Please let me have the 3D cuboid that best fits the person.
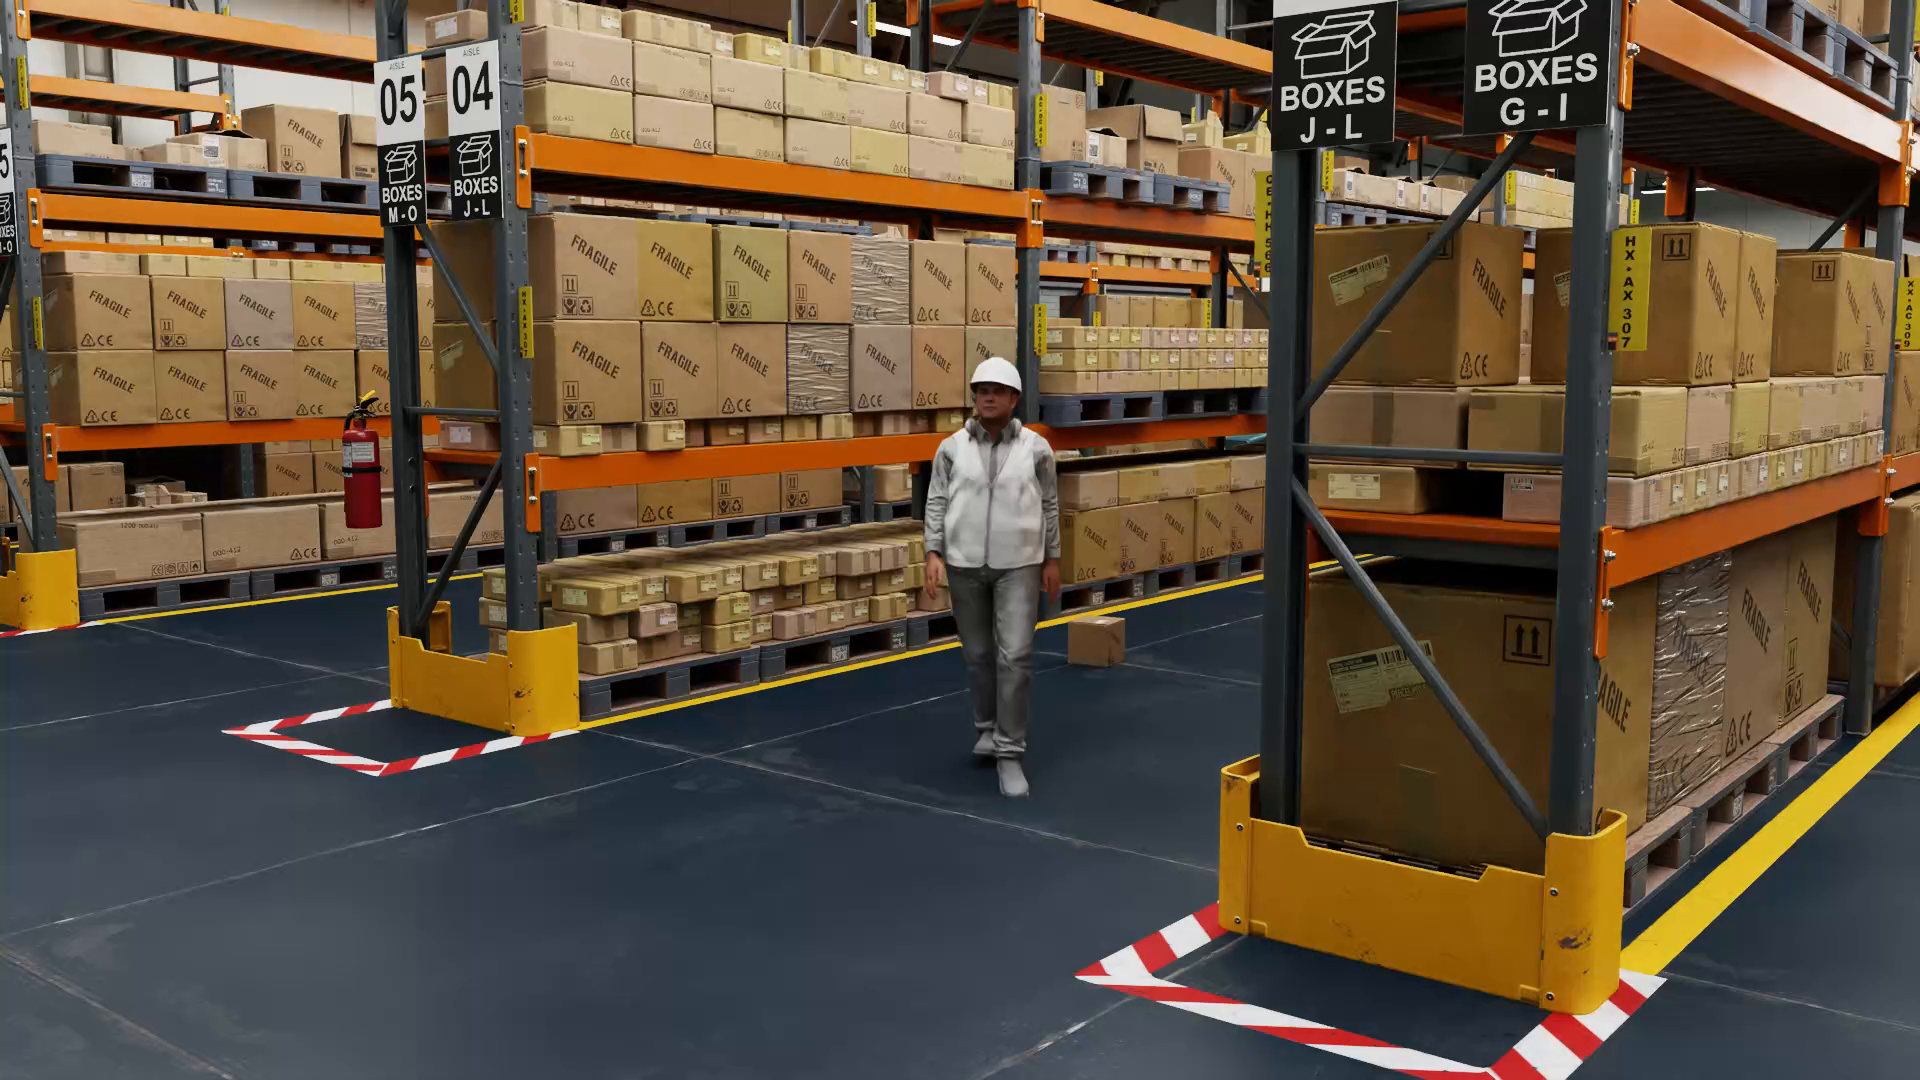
[{"bbox_3d":[0.124,0.130,7.055,0.570,1.797,0.790,1,7,9],"label":"person"}]
